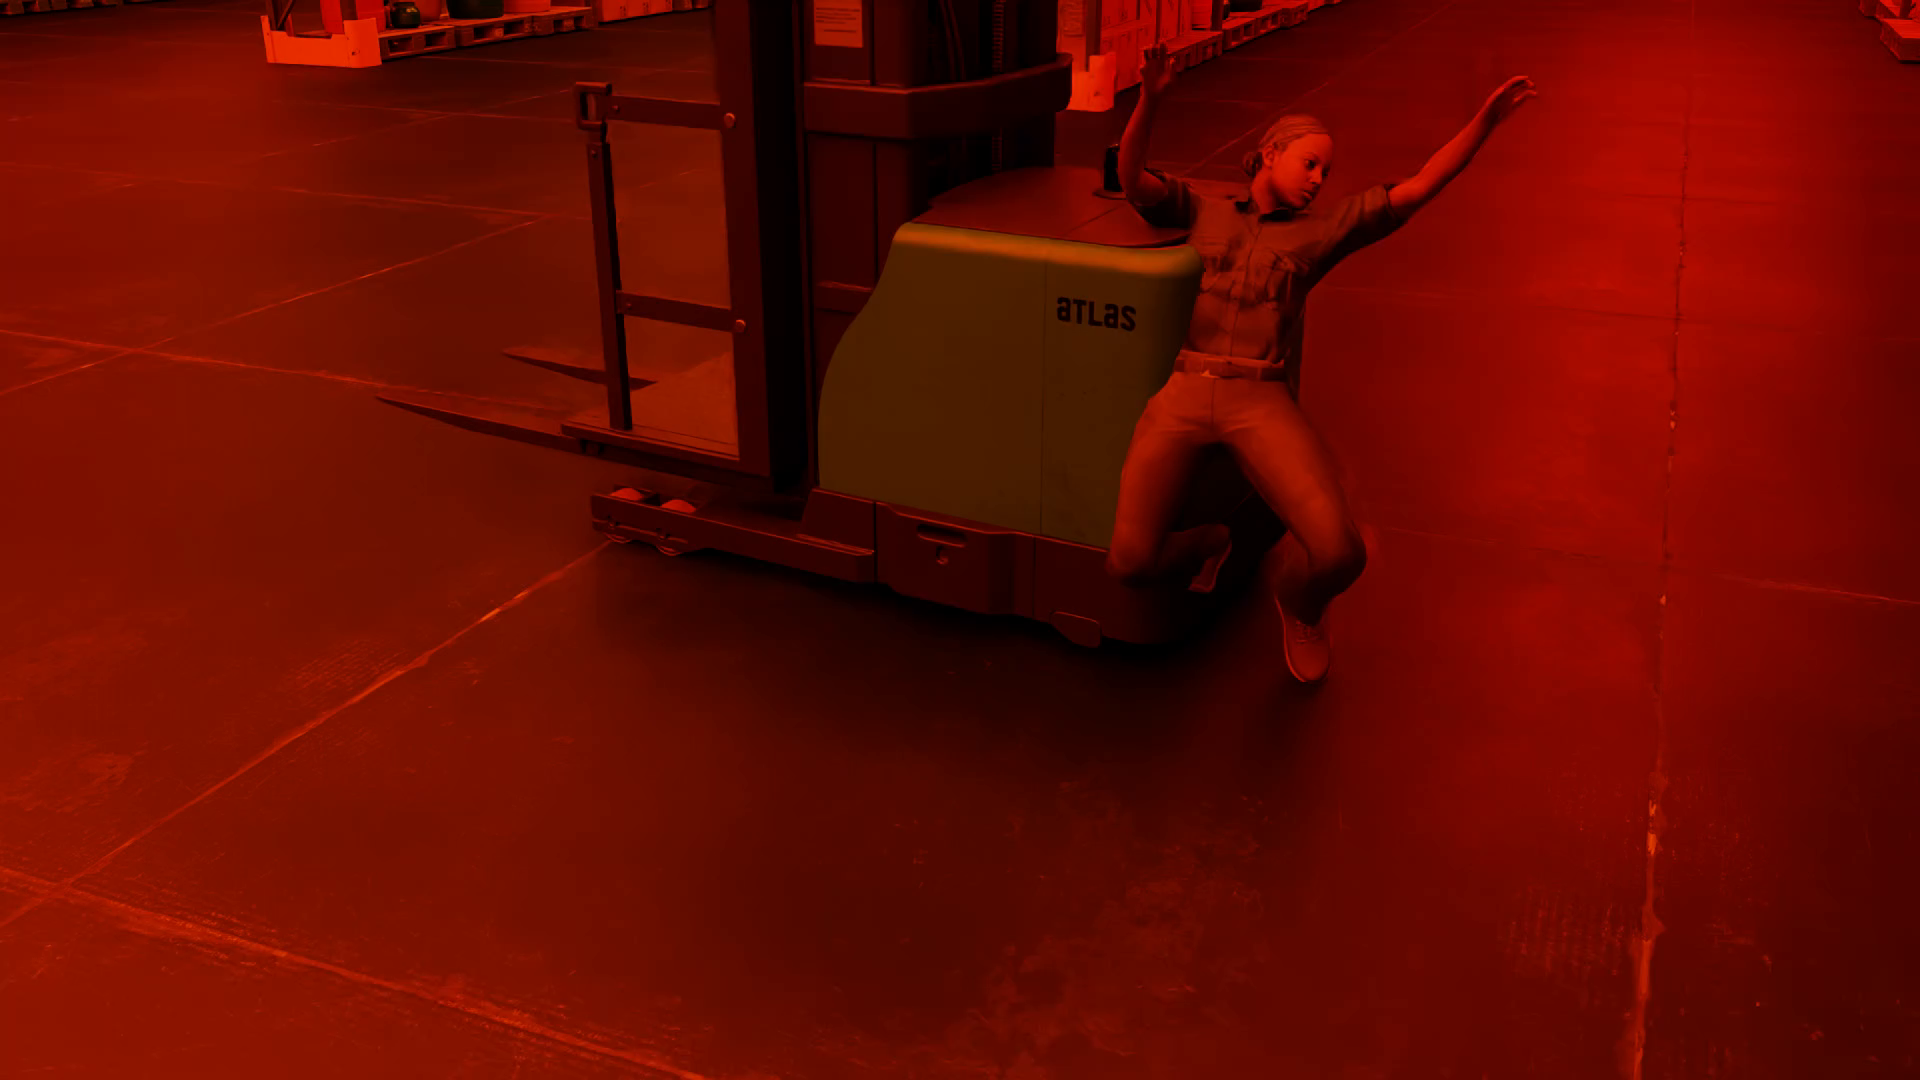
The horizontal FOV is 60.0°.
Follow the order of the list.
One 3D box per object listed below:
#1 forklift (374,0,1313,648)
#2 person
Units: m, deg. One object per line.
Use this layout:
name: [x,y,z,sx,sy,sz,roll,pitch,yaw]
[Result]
forklift: [-0.533,-1.467,4.802,3.031,2.935,1.130,12,26,27]
person: [0.823,-0.399,4.030,0.930,1.588,0.737,7,24,16]
